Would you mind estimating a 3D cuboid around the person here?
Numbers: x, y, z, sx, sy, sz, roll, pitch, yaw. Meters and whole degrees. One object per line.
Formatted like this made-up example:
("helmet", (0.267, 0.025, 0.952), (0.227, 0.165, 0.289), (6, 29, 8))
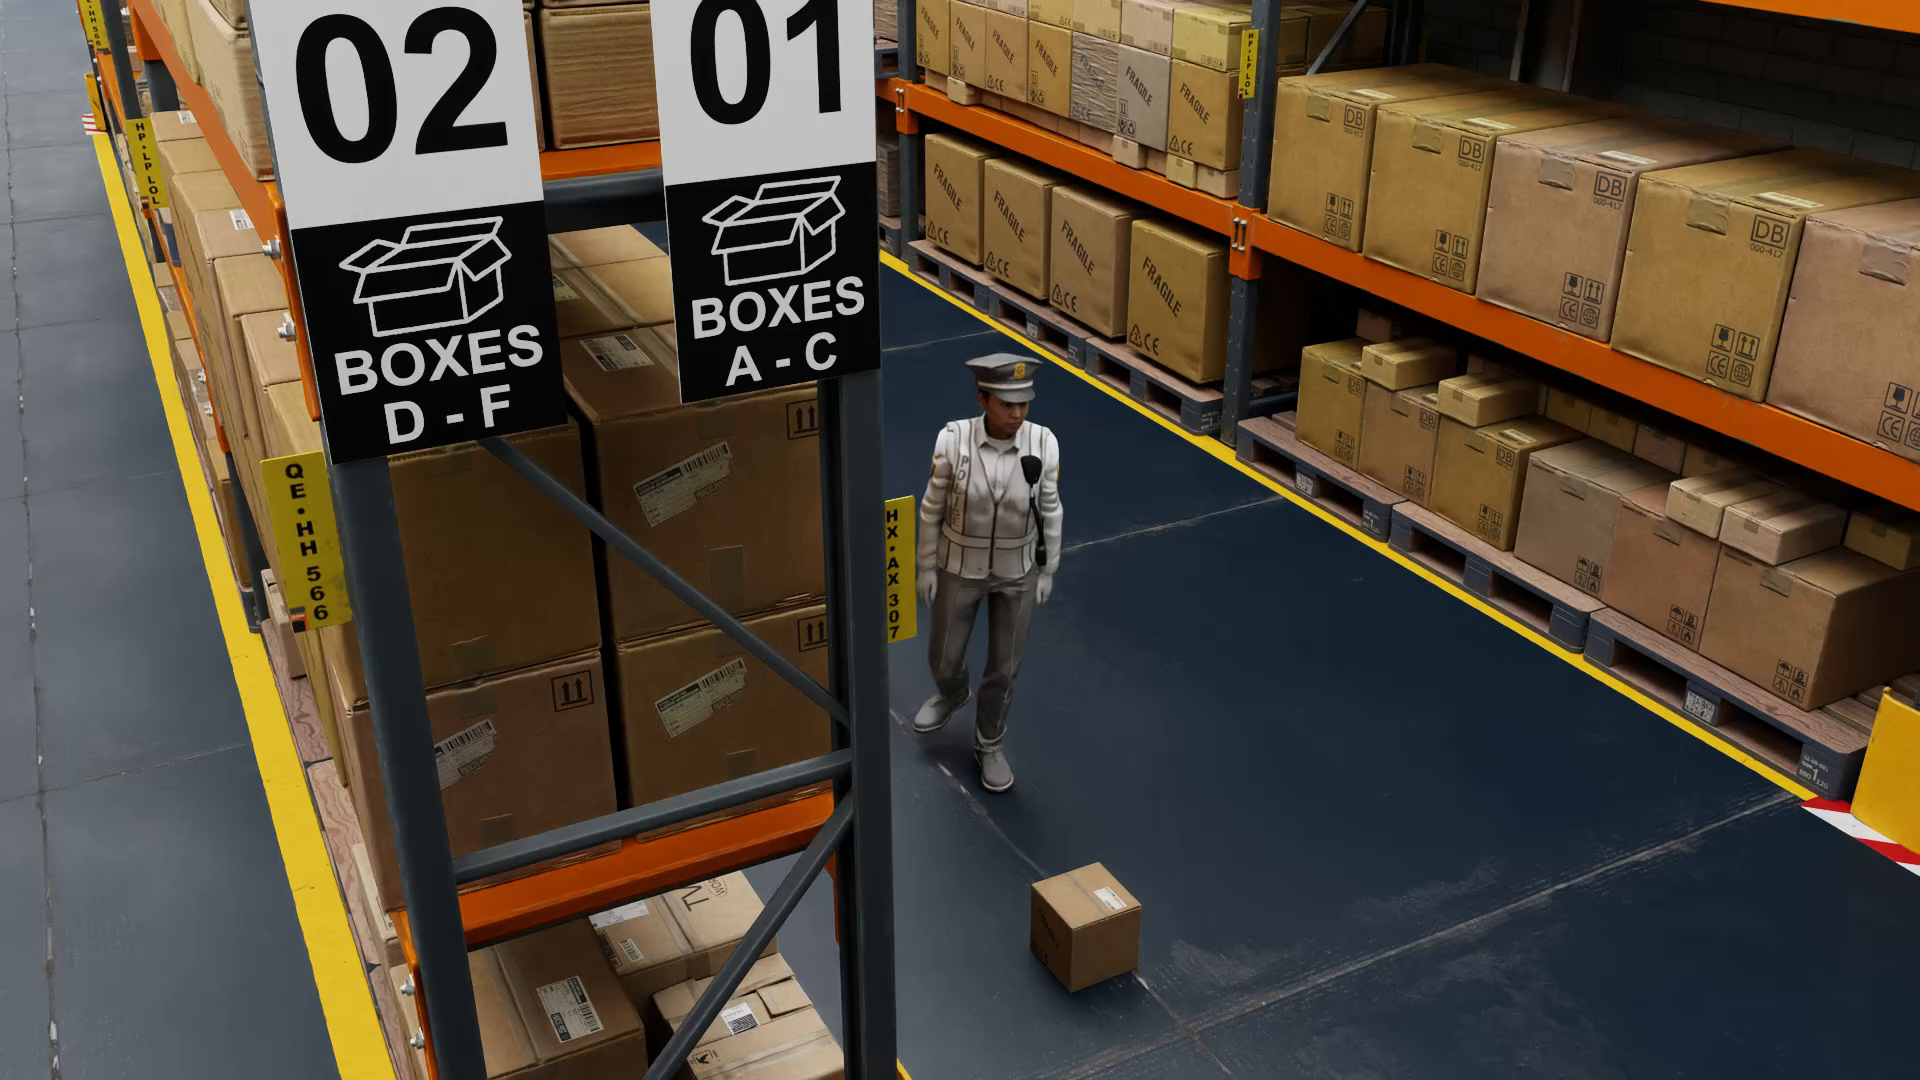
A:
("person", (0.092, 0.078, 5.932), (0.534, 1.670, 0.535), (-1, 26, -2))
